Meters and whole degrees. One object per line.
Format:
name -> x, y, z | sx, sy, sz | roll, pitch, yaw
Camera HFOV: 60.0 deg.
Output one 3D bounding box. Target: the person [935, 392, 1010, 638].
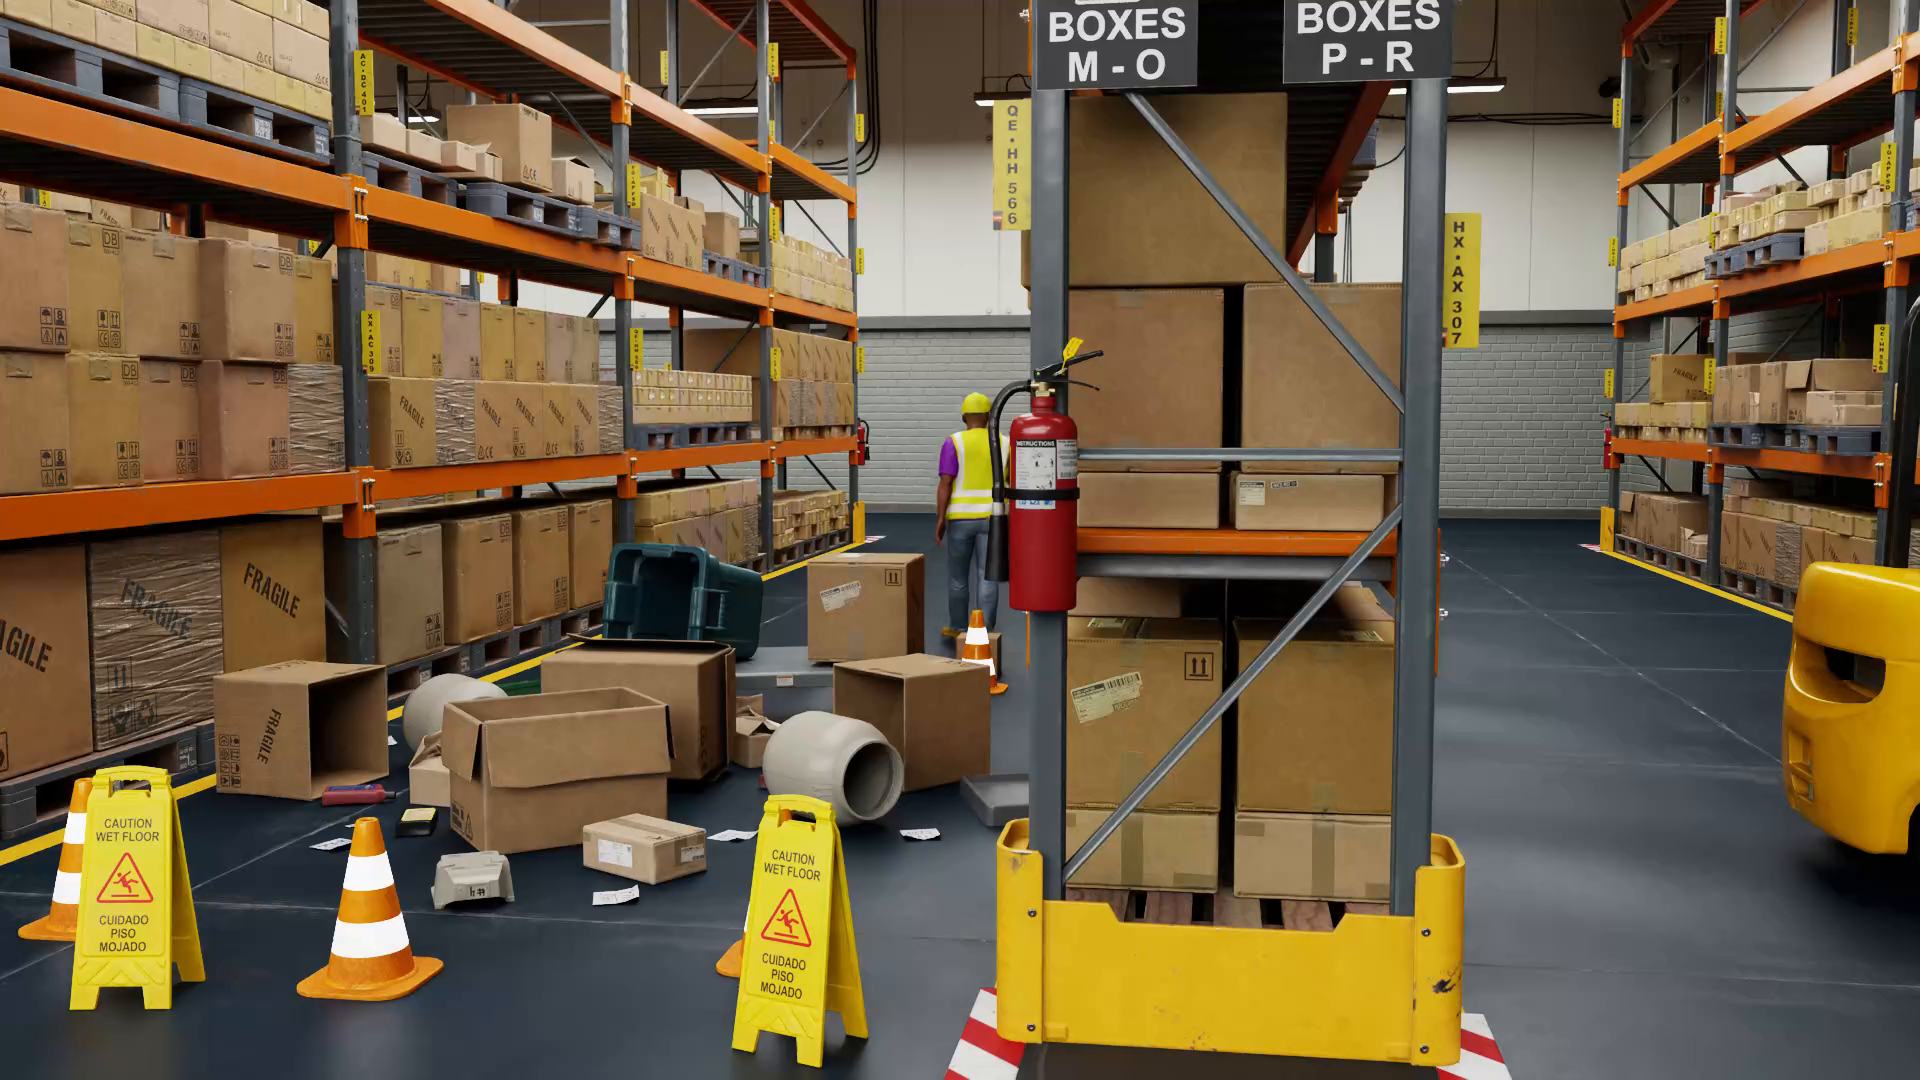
person -> 0.115, -0.148, 11.280 | 0.604, 1.699, 0.986 | 0, 4, -5
